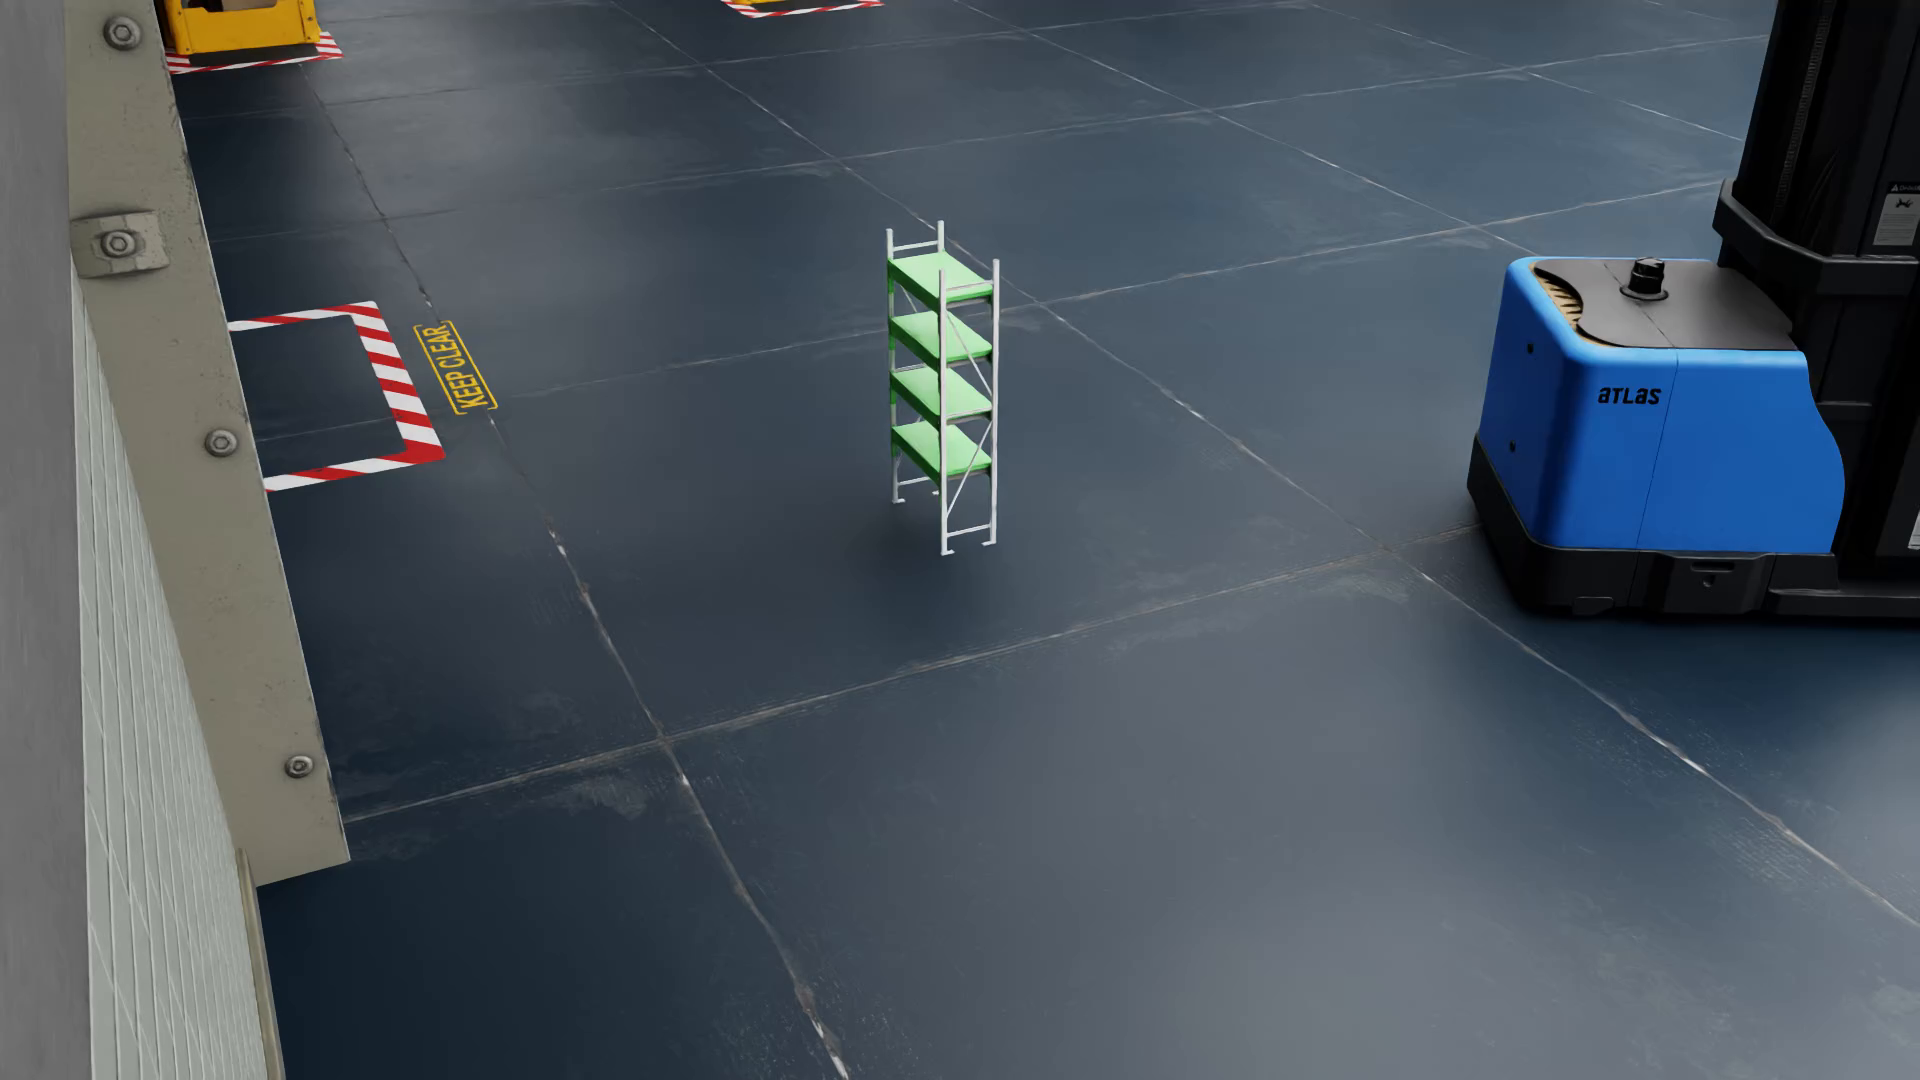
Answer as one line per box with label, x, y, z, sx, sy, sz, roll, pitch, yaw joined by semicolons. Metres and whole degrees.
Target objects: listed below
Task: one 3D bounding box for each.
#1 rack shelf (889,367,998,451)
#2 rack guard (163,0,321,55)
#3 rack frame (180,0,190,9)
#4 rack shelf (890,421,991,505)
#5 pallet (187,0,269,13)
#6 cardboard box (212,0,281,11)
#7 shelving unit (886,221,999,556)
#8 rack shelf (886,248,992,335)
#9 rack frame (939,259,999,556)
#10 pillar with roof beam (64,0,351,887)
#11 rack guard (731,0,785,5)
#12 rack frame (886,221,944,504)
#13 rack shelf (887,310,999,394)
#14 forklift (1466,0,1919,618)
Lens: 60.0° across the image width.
rack shelf;-0.071;-0.541;6.618;0.258;0.148;0.480;-13;32;-22
rack guard;-6.167;-4.511;14.283;1.175;0.500;0.348;-13;32;-22
rack frame;-6.134;-5.568;13.612;1.000;3.000;0.127;-13;32;-22
rack shelf;-0.071;-0.331;6.736;0.258;0.148;0.480;-13;32;-22
pallet;-6.483;-4.751;15.007;1.003;0.211;1.213;-13;32;-22
cardboard box;-6.350;-4.911;14.741;0.500;0.311;0.500;-17;33;-28
shelving unit;-0.071;-0.596;6.587;0.258;1.200;0.503;-13;32;-22
rack shelf;-0.071;-0.959;6.383;0.258;0.148;0.480;-13;32;-22
rack frame;0.034;-0.489;6.395;0.240;1.200;0.015;-13;32;-22
pillar with roof beam;1.824;-3.915;4.531;9.100;9.000;0.400;-13;32;-22
rack guard;-1.651;-5.509;16.062;1.175;0.500;0.348;-13;32;-22
rack frame;-0.176;-0.704;6.779;0.240;1.200;0.015;-13;32;-22
rack shelf;-0.071;-0.750;6.501;0.258;0.148;0.480;-13;32;-22
forklift;3.627;-1.197;5.888;3.031;2.935;1.130;1;29;2
